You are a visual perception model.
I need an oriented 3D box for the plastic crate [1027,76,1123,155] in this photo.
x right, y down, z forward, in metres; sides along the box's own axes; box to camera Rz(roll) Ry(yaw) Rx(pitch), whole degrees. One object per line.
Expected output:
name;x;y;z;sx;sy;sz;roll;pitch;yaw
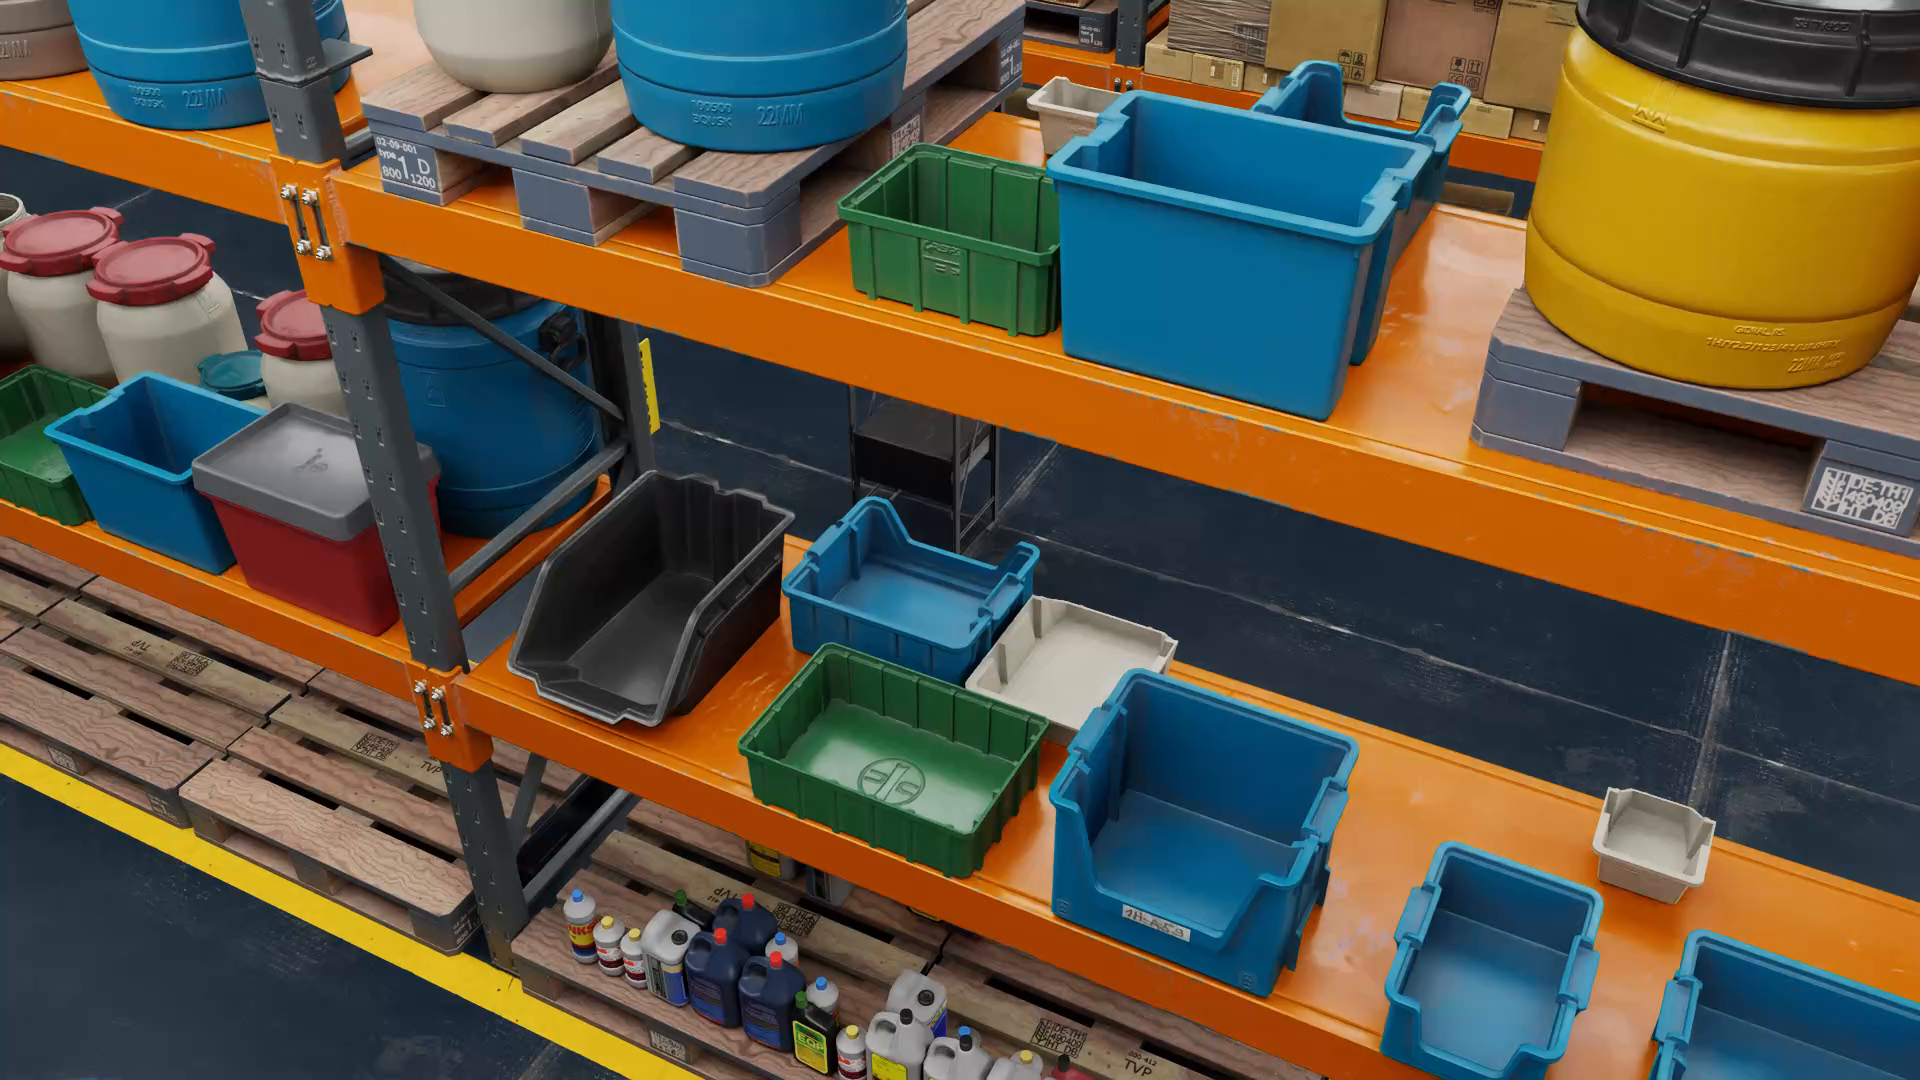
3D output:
plastic crate;0.371;-0.919;3.717;0.396;0.136;0.243;17;41;21

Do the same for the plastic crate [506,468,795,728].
plastic crate;-0.834;0.180;4.584;0.504;0.338;0.767;17;41;21

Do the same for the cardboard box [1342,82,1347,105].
cardboard box;1.767;-2.201;7.877;0.250;0.149;0.380;17;41;21

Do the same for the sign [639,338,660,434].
sign;-0.977;-0.461;5.148;0.005;0.325;0.100;17;41;21

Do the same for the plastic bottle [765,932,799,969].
plastic bottle;-0.530;1.275;4.982;0.097;0.271;0.097;0;37;0

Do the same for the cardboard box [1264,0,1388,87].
cardboard box;1.837;-2.560;7.813;0.500;0.500;0.875;17;41;21

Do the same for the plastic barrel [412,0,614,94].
plastic barrel;-0.948;-1.240;3.482;0.421;0.512;0.421;0;37;0

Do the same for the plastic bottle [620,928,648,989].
plastic bottle;-0.978;1.261;5.058;0.097;0.201;0.097;0;37;0

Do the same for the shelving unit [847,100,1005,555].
shelving unit;-0.147;-0.882;6.676;0.503;2.100;0.431;17;41;21

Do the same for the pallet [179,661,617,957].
pallet;-1.955;0.854;5.950;1.213;0.211;1.003;17;41;21

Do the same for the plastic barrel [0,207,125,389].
plastic barrel;-3.025;-0.821;5.738;0.433;0.535;0.433;0;37;0

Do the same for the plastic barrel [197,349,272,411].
plastic barrel;-2.345;-0.454;5.482;0.301;0.262;0.301;0;37;0

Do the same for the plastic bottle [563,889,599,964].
plastic bottle;-1.159;1.177;5.112;0.097;0.271;0.097;0;37;0

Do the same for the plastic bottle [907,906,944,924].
plastic bottle;-0.103;1.078;5.232;0.133;0.283;0.061;17;41;21

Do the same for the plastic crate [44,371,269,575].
plastic crate;-2.363;-0.192;5.036;0.575;0.384;0.392;17;41;21

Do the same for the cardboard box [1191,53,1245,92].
cardboard box;1.306;-2.320;8.033;0.250;0.149;0.380;17;41;21

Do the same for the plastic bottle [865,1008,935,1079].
plastic bottle;-0.169;1.439;4.700;0.185;0.351;0.144;17;40;21

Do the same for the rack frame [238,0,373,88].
rack frame;-1.240;-2.448;3.033;0.127;3.000;1.000;17;41;21

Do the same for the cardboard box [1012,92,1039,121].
cardboard box;0.502;-2.080;9.213;0.500;0.500;0.700;14;39;18

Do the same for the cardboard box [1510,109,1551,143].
cardboard box;2.671;-1.942;7.535;0.250;0.149;0.380;17;41;21

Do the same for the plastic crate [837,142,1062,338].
plastic crate;0.036;-0.584;3.233;0.450;0.188;0.336;17;41;21

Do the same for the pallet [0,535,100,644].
pallet;-4.122;0.176;6.844;1.213;0.211;1.003;17;41;21

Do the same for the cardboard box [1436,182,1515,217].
cardboard box;2.474;-1.471;8.428;0.500;0.500;0.500;14;39;18

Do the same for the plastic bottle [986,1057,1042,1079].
plastic bottle;0.145;1.564;4.597;0.135;0.276;0.152;16;40;20

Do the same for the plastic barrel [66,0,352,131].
plastic barrel;-1.792;-1.478;3.821;0.708;0.901;0.600;17;41;21

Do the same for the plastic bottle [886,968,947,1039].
plastic bottle;-0.123;1.382;4.837;0.135;0.276;0.152;17;41;21

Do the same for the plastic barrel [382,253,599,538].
plastic barrel;-1.444;-0.529;5.051;0.708;0.901;0.600;17;41;21

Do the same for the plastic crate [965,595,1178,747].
plastic crate;0.318;0.362;4.511;0.437;0.136;0.530;17;41;21

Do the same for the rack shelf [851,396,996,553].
rack shelf;-0.147;-0.314;7.107;0.480;0.518;0.431;17;41;21

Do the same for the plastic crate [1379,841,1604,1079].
plastic crate;1.156;0.950;3.640;0.408;0.251;0.499;17;41;21

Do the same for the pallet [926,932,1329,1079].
pallet;0.424;1.599;4.968;1.213;0.211;1.003;17;41;21

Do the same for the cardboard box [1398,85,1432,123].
cardboard box;2.212;-2.062;7.694;0.250;0.149;0.380;17;41;21

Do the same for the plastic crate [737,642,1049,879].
plastic crate;-0.165;0.555;4.214;0.662;0.188;0.450;17;41;21

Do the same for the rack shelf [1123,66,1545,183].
rack shelf;2.814;-1.875;7.835;4.000;0.370;1.077;17;41;21

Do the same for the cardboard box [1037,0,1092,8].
cardboard box;0.397;-3.420;8.432;1.000;1.000;1.000;18;41;22

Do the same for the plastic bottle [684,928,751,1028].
plastic bottle;-0.714;1.268;4.925;0.185;0.351;0.144;18;41;23

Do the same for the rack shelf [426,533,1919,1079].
rack shelf;0.536;0.784;4.332;4.000;0.370;1.077;17;41;21

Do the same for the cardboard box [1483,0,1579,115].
cardboard box;2.752;-2.314;7.489;0.500;0.500;0.875;17;41;21

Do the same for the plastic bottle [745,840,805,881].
plastic bottle;-0.602;0.923;5.381;0.185;0.351;0.144;17;41;21

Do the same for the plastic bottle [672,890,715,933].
plastic bottle;-0.811;1.190;5.085;0.133;0.283;0.061;17;41;21

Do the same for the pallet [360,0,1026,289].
pallet;-0.555;-1.030;3.802;1.003;0.211;1.213;17;41;21

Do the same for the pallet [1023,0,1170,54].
pallet;0.426;-2.932;8.791;1.213;0.211;1.003;17;41;21

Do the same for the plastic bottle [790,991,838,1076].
plastic bottle;-0.419;1.416;4.787;0.133;0.283;0.061;19;41;23

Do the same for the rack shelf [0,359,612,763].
rack shelf;-3.016;-0.328;5.797;4.000;0.370;1.077;17;41;21

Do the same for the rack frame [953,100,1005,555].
rack frame;0.070;-0.815;6.586;0.015;2.100;0.400;17;41;21

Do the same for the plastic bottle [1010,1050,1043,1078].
plastic bottle;0.186;1.522;4.715;0.097;0.201;0.097;0;37;0
